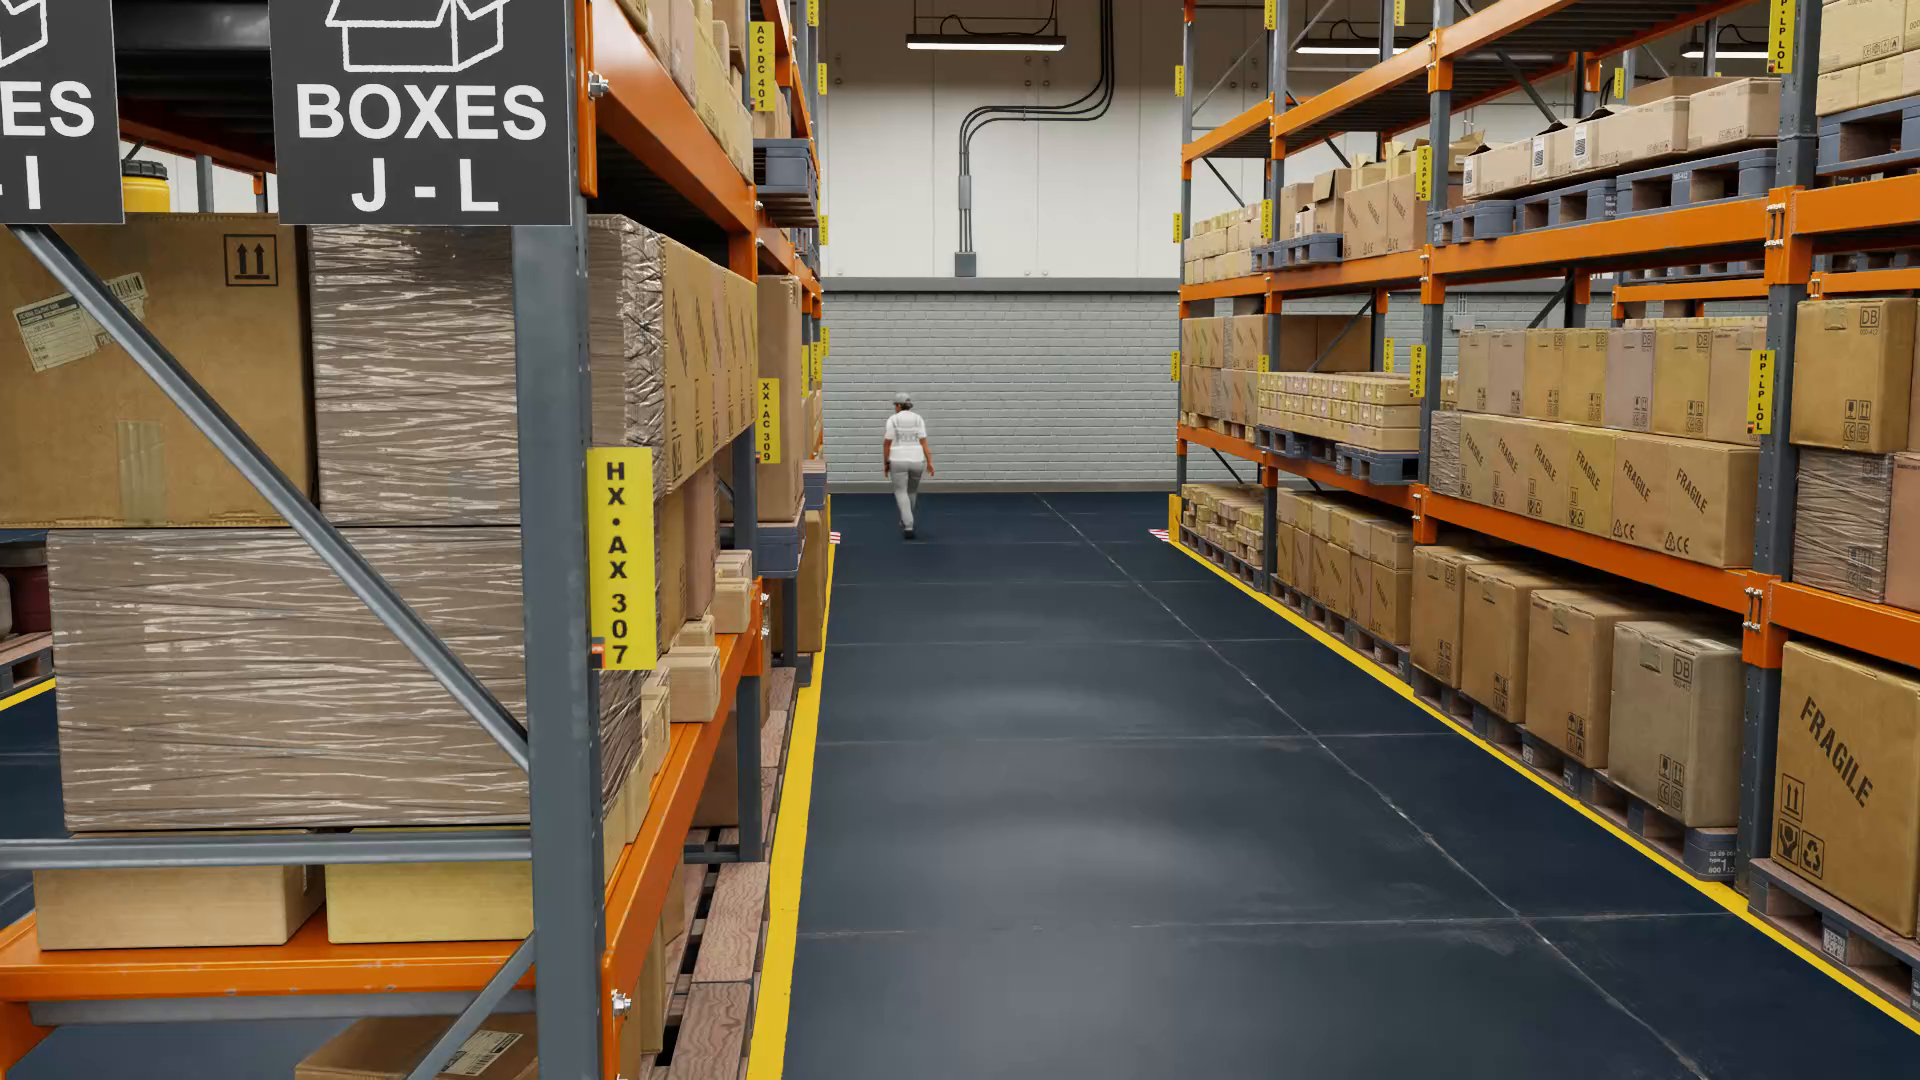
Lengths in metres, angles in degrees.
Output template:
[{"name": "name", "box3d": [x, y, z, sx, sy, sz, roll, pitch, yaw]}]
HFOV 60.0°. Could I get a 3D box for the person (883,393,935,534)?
[{"name": "person", "box3d": [-0.624, -0.889, 19.089, 0.557, 1.601, 1.035, -3, 7, -22]}]
